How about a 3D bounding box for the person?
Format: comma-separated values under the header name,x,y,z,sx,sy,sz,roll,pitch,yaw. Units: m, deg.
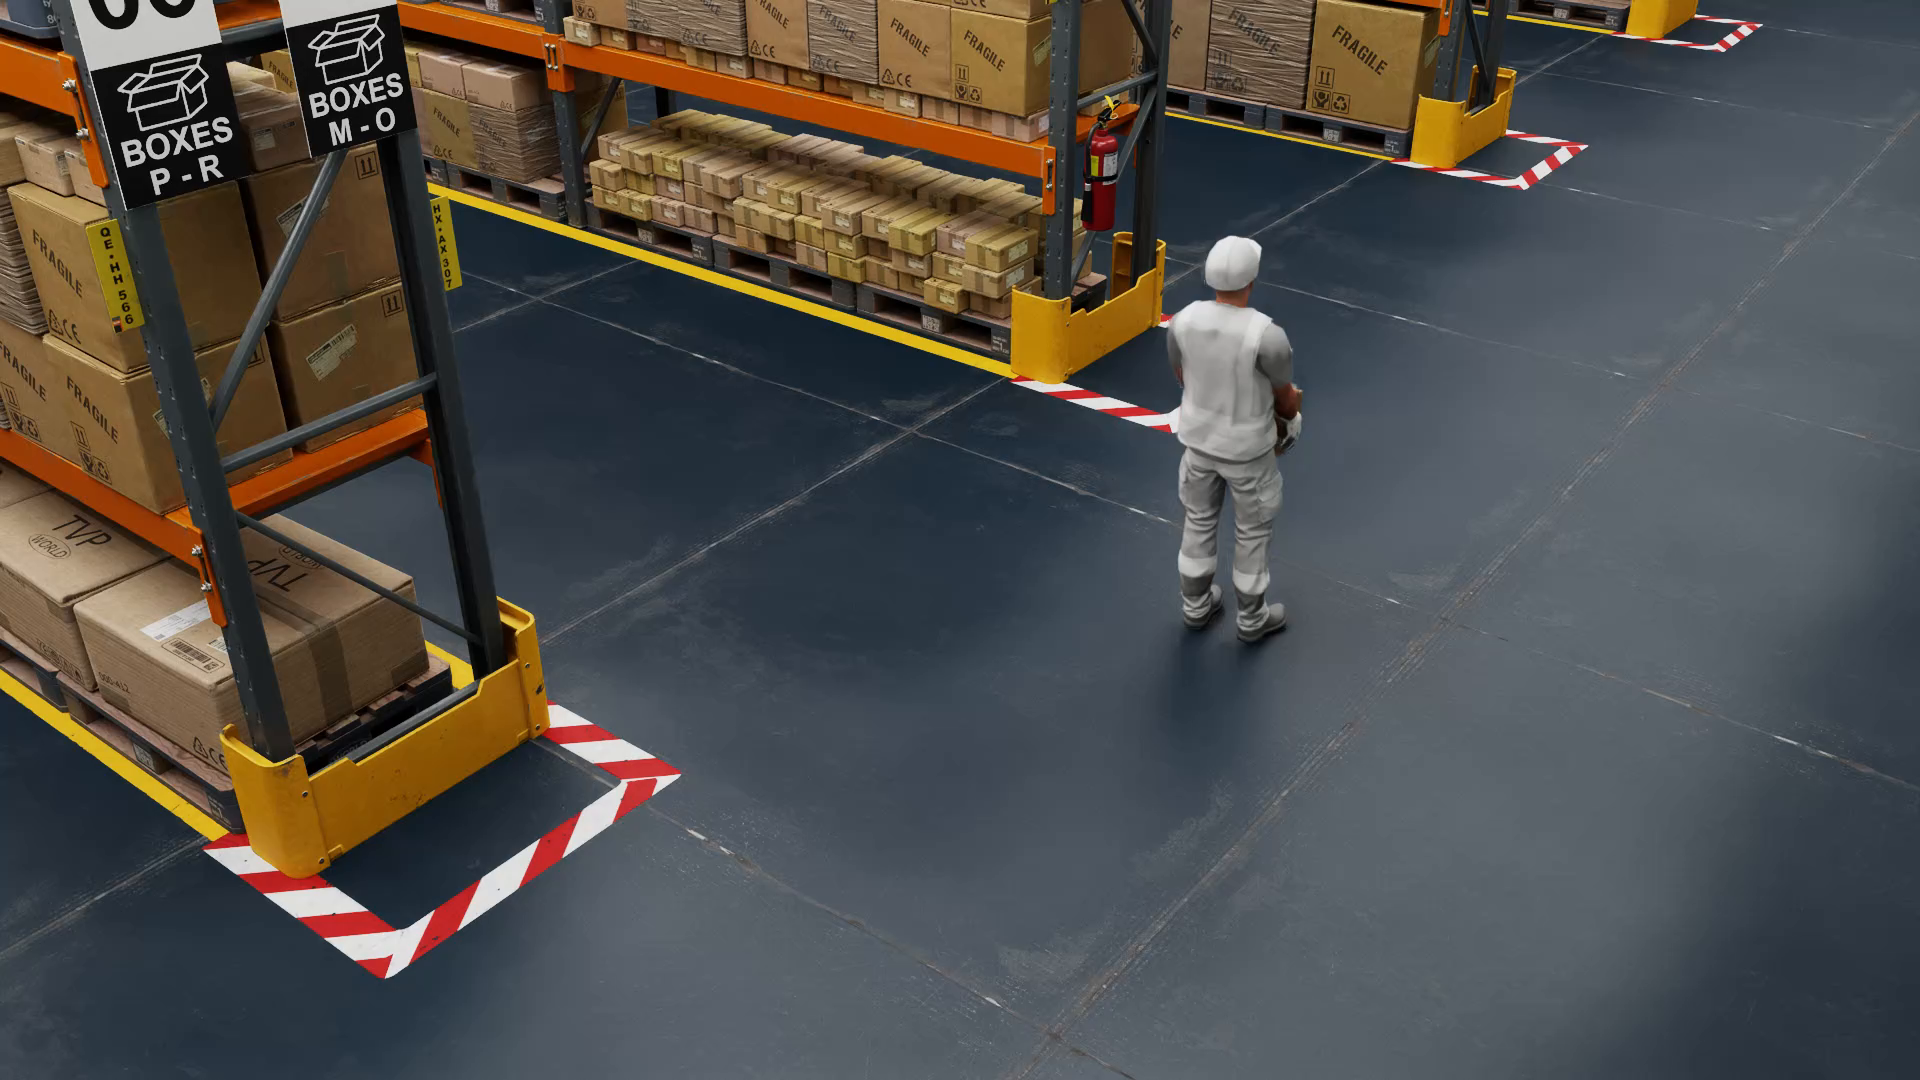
name,x,y,z,sx,sy,sz,roll,pitch,yaw
person,1.123,-0.417,6.808,0.532,1.794,0.498,20,36,30
